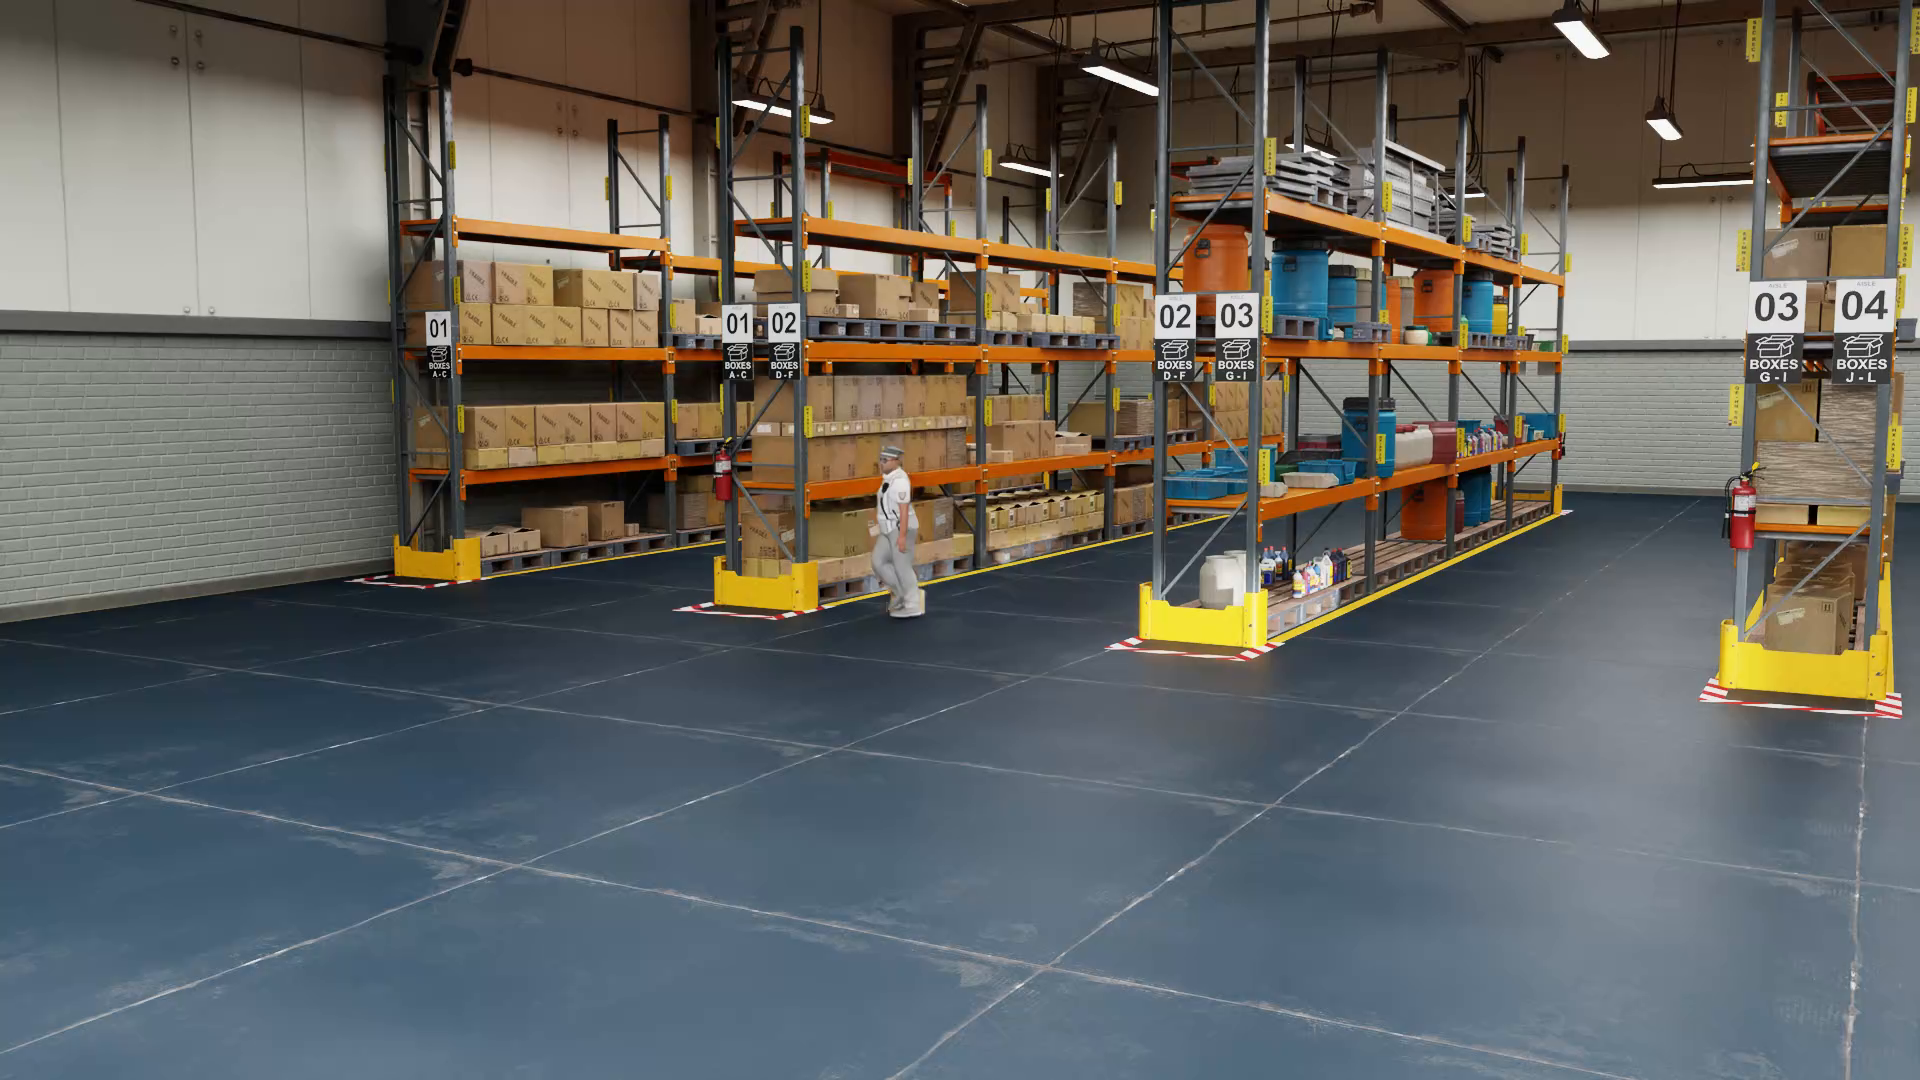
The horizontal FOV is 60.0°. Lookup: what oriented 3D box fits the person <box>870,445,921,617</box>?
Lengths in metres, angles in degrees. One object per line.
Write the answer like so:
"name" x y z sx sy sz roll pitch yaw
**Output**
"person" -0.628 -0.089 16.776 0.468 1.743 0.577 -2 6 -19
